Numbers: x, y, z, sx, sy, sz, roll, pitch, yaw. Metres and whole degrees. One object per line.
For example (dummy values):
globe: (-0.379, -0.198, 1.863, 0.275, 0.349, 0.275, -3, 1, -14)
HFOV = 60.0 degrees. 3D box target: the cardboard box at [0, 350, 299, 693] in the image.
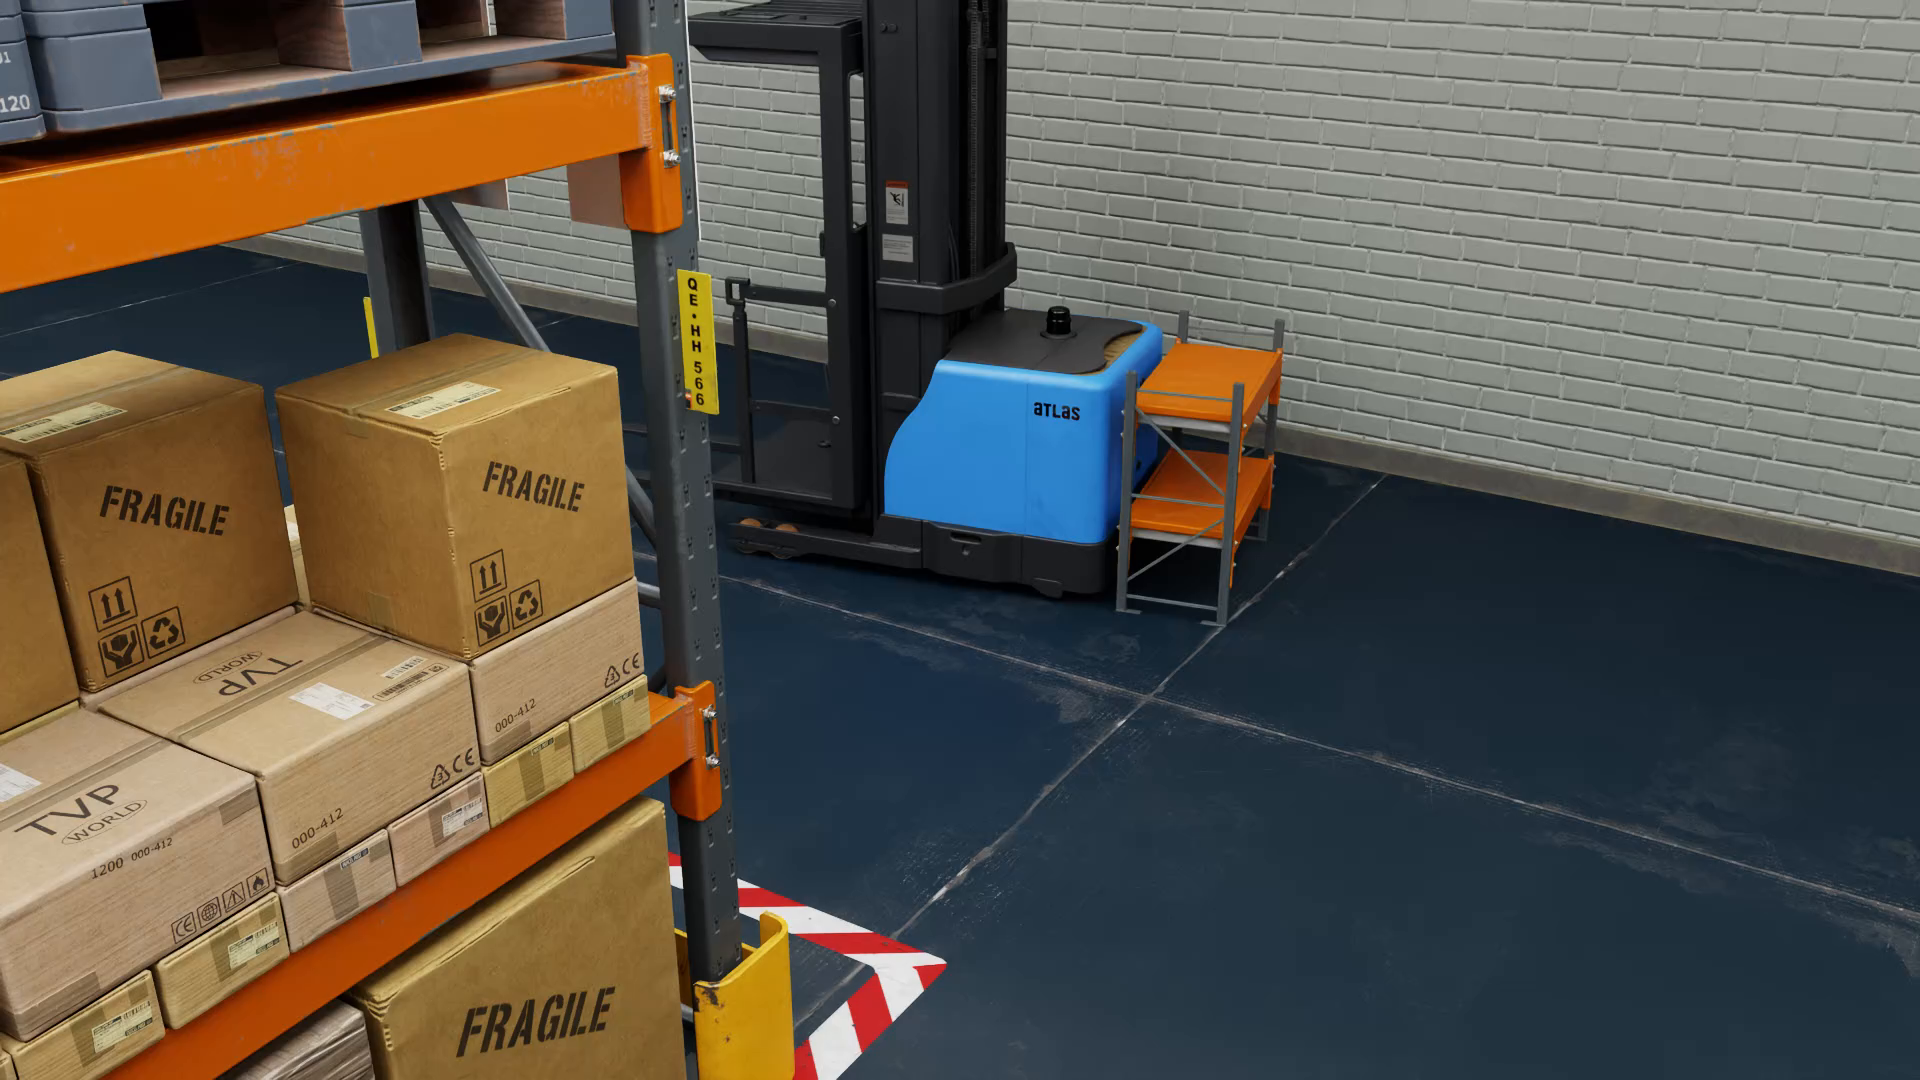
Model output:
cardboard box: (-1.792, -0.060, 3.483, 0.500, 0.500, 0.500, 13, 27, 28)

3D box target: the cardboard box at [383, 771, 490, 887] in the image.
cardboard box: (-1.223, 0.555, 3.508, 0.380, 0.149, 0.250, 14, 27, 29)

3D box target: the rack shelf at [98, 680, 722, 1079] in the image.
rack shelf: (-2.100, 1.083, 2.878, 1.077, 0.370, 4.000, 14, 27, 29)

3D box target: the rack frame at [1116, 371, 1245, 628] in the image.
rack frame: (0.946, -0.167, 7.217, 0.500, 1.125, 0.032, 8, 25, 18)

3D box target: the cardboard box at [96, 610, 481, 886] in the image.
cardboard box: (-1.344, 0.400, 3.364, 0.500, 0.250, 0.500, 13, 27, 28)

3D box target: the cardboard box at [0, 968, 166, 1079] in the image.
cardboard box: (-1.627, 0.815, 2.908, 0.380, 0.149, 0.250, 14, 27, 29)

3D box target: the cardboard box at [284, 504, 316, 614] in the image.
cardboard box: (-1.528, 0.116, 4.022, 0.500, 0.250, 0.500, 13, 27, 28)

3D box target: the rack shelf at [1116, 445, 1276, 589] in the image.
rack shelf: (1.114, -0.133, 7.754, 0.538, 0.278, 1.000, 8, 25, 18)

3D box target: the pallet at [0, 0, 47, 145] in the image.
pallet: (-2.071, -0.592, 2.178, 1.003, 0.211, 1.213, 14, 27, 29)

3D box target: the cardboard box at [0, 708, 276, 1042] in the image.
cardboard box: (-1.612, 0.572, 2.967, 0.500, 0.250, 0.500, 13, 27, 27)

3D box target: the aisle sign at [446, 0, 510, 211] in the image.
aisle sign: (-1.262, -1.202, 3.980, 0.394, 0.787, 0.004, 14, 27, 29)

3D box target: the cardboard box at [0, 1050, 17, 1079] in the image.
cardboard box: (-1.760, 0.898, 2.716, 0.380, 0.149, 0.250, 14, 27, 30)

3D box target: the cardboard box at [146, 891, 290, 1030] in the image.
cardboard box: (-1.491, 0.727, 3.111, 0.380, 0.149, 0.250, 13, 27, 28)

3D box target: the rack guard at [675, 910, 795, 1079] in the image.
rack guard: (-1.033, 1.217, 4.810, 1.175, 0.500, 0.348, 14, 27, 29)

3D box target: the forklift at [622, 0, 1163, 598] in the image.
forklift: (-0.587, -1.436, 7.879, 3.031, 2.935, 1.130, 9, 25, 20)

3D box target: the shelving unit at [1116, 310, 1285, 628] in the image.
shelving unit: (1.115, -0.357, 7.657, 0.538, 1.125, 1.048, 8, 25, 18)

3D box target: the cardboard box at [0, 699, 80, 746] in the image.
cardboard box: (-2.065, 0.461, 3.223, 0.500, 0.250, 0.500, 13, 27, 27)

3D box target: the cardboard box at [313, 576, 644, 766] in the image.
cardboard box: (-1.076, 0.229, 3.759, 0.500, 0.250, 0.500, 13, 27, 28)

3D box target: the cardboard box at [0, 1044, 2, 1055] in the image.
cardboard box: (-1.883, 0.749, 2.559, 0.500, 0.250, 0.500, 14, 27, 29)

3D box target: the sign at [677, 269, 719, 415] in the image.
sign: (-0.592, -0.444, 3.744, 0.100, 0.325, 0.005, 14, 27, 29)

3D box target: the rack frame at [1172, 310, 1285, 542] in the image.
rack frame: (1.284, -0.548, 8.097, 0.500, 1.125, 0.032, 8, 25, 18)

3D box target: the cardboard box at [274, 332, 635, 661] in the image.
cardboard box: (-1.079, -0.115, 3.609, 0.500, 0.500, 0.500, 14, 27, 30)

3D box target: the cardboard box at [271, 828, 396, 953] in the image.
cardboard box: (-1.356, 0.639, 3.314, 0.380, 0.149, 0.250, 14, 27, 30)

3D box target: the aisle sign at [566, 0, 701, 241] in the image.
aisle sign: (-0.753, -1.077, 3.689, 0.394, 0.787, 0.004, 14, 27, 29)

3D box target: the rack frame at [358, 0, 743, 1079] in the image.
rack frame: (-1.045, 0.078, 4.295, 1.000, 3.000, 0.127, 14, 27, 29)

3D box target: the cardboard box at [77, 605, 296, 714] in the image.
cardboard box: (-1.797, 0.292, 3.613, 0.500, 0.250, 0.500, 13, 27, 28)

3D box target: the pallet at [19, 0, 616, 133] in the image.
pallet: (-1.428, -1.006, 3.133, 1.003, 0.211, 1.213, 14, 27, 29)

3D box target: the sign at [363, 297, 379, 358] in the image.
sign: (-1.514, -0.474, 4.380, 0.100, 0.325, 0.005, 14, 27, 29)

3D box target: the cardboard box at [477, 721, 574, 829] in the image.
cardboard box: (-1.089, 0.470, 3.704, 0.380, 0.149, 0.250, 14, 27, 29)

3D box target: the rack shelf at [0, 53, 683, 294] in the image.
rack shelf: (-2.100, -0.294, 2.282, 1.077, 0.370, 4.000, 14, 27, 29)

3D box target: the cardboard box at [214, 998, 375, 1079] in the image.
cardboard box: (-1.795, 1.400, 3.386, 0.875, 0.875, 0.875, 14, 27, 29)

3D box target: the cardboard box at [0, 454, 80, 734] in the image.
cardboard box: (-2.060, 0.116, 3.076, 0.500, 0.500, 0.500, 13, 27, 28)

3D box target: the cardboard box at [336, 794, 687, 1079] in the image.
cardboard box: (-1.315, 1.093, 4.096, 0.875, 0.875, 0.875, 14, 27, 29)

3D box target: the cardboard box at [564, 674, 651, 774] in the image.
cardboard box: (-0.953, 0.382, 3.908, 0.380, 0.149, 0.250, 14, 27, 30)

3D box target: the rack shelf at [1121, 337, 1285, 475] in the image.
rack shelf: (1.116, -0.626, 7.541, 0.538, 0.278, 1.000, 8, 25, 18)
